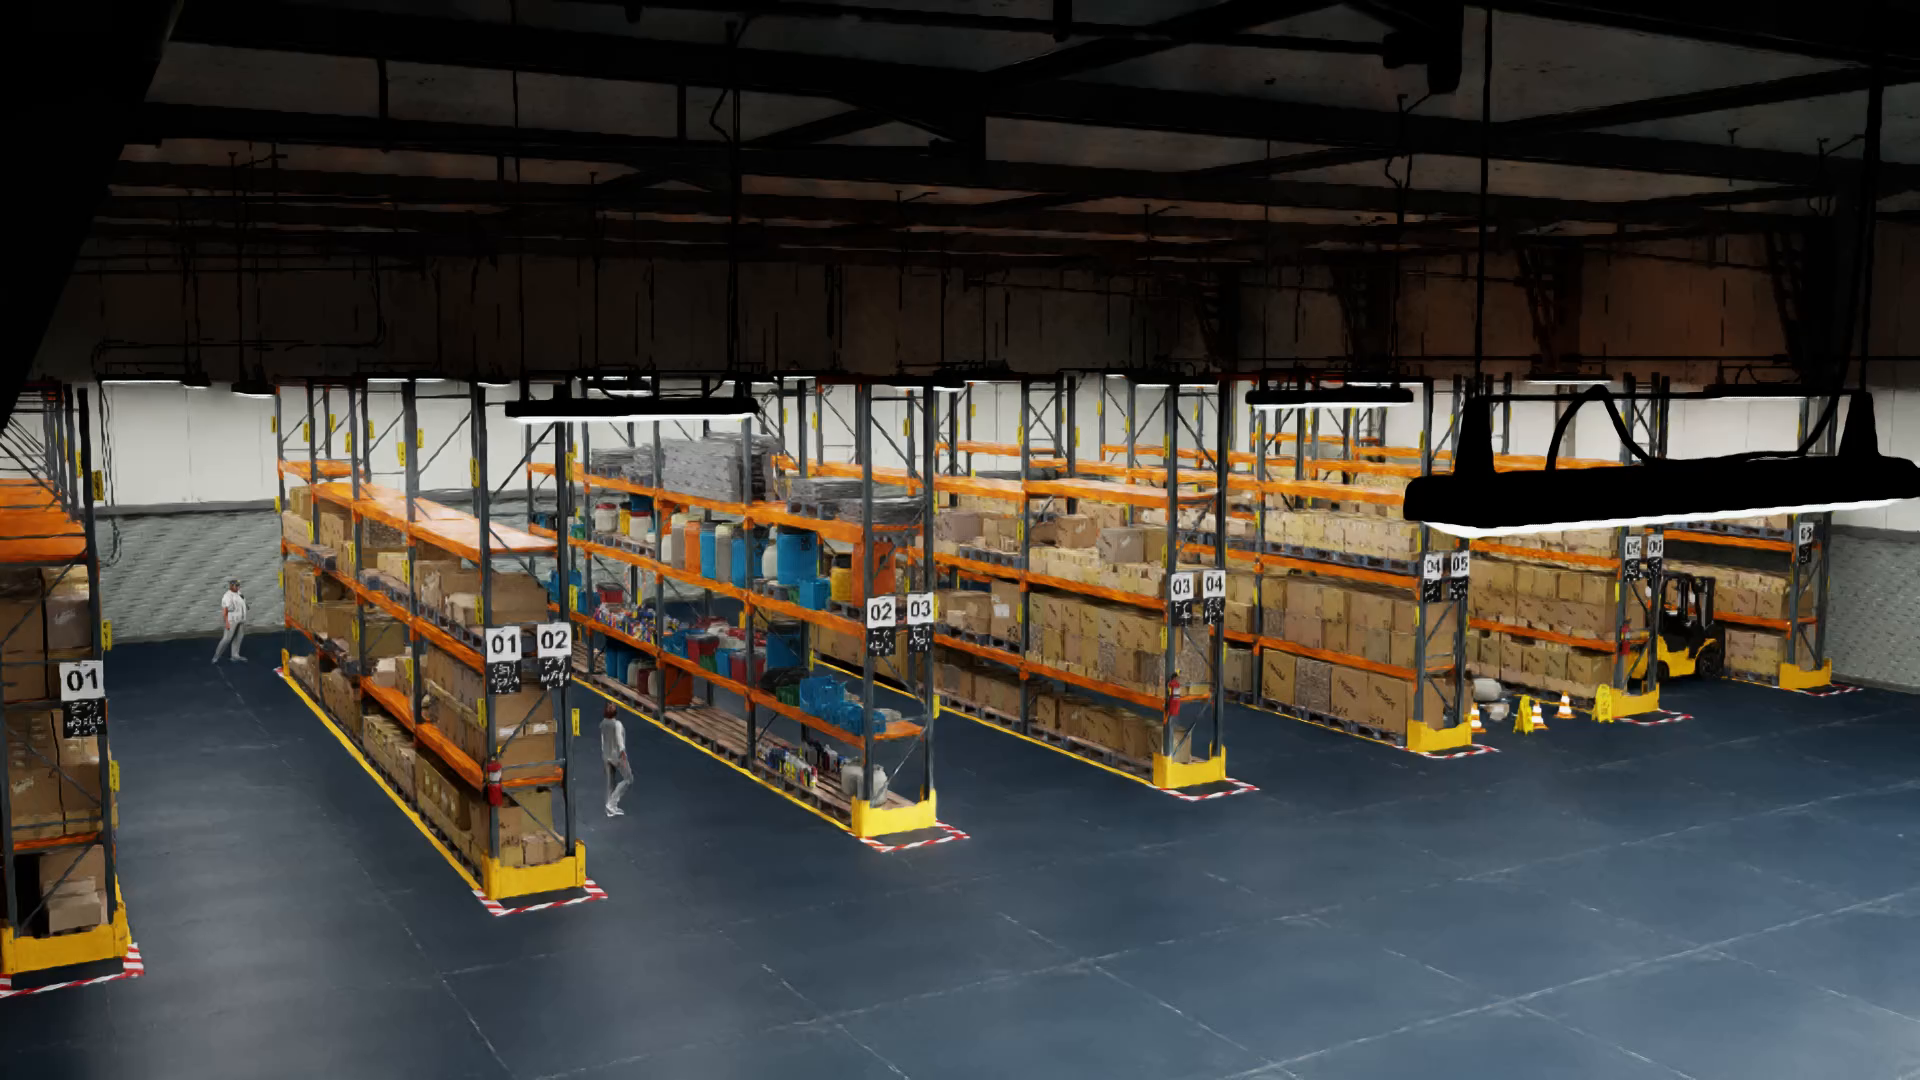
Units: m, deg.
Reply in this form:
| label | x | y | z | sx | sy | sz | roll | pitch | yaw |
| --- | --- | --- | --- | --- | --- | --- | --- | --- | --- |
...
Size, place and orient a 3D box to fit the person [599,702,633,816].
| label | x | y | z | sx | sy | sz | roll | pitch | yaw |
| --- | --- | --- | --- | --- | --- | --- | --- | --- | --- |
| person | -4.790 | 3.032 | 22.948 | 0.452 | 1.594 | 0.407 | 4 | 7 | 32 |

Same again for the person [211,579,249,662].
| label | x | y | z | sx | sy | sz | roll | pitch | yaw |
| --- | --- | --- | --- | --- | --- | --- | --- | --- | --- |
| person | -15.230 | 1.681 | 34.630 | 0.556 | 1.741 | 0.730 | 2 | 7 | 18 |

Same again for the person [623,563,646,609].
| label | x | y | z | sx | sy | sz | roll | pitch | yaw |
| --- | --- | --- | --- | --- | --- | --- | --- | --- | --- |
| person | -7.941 | 1.094 | 40.597 | 0.580 | 1.618 | 0.507 | -4 | 7 | -32 |
